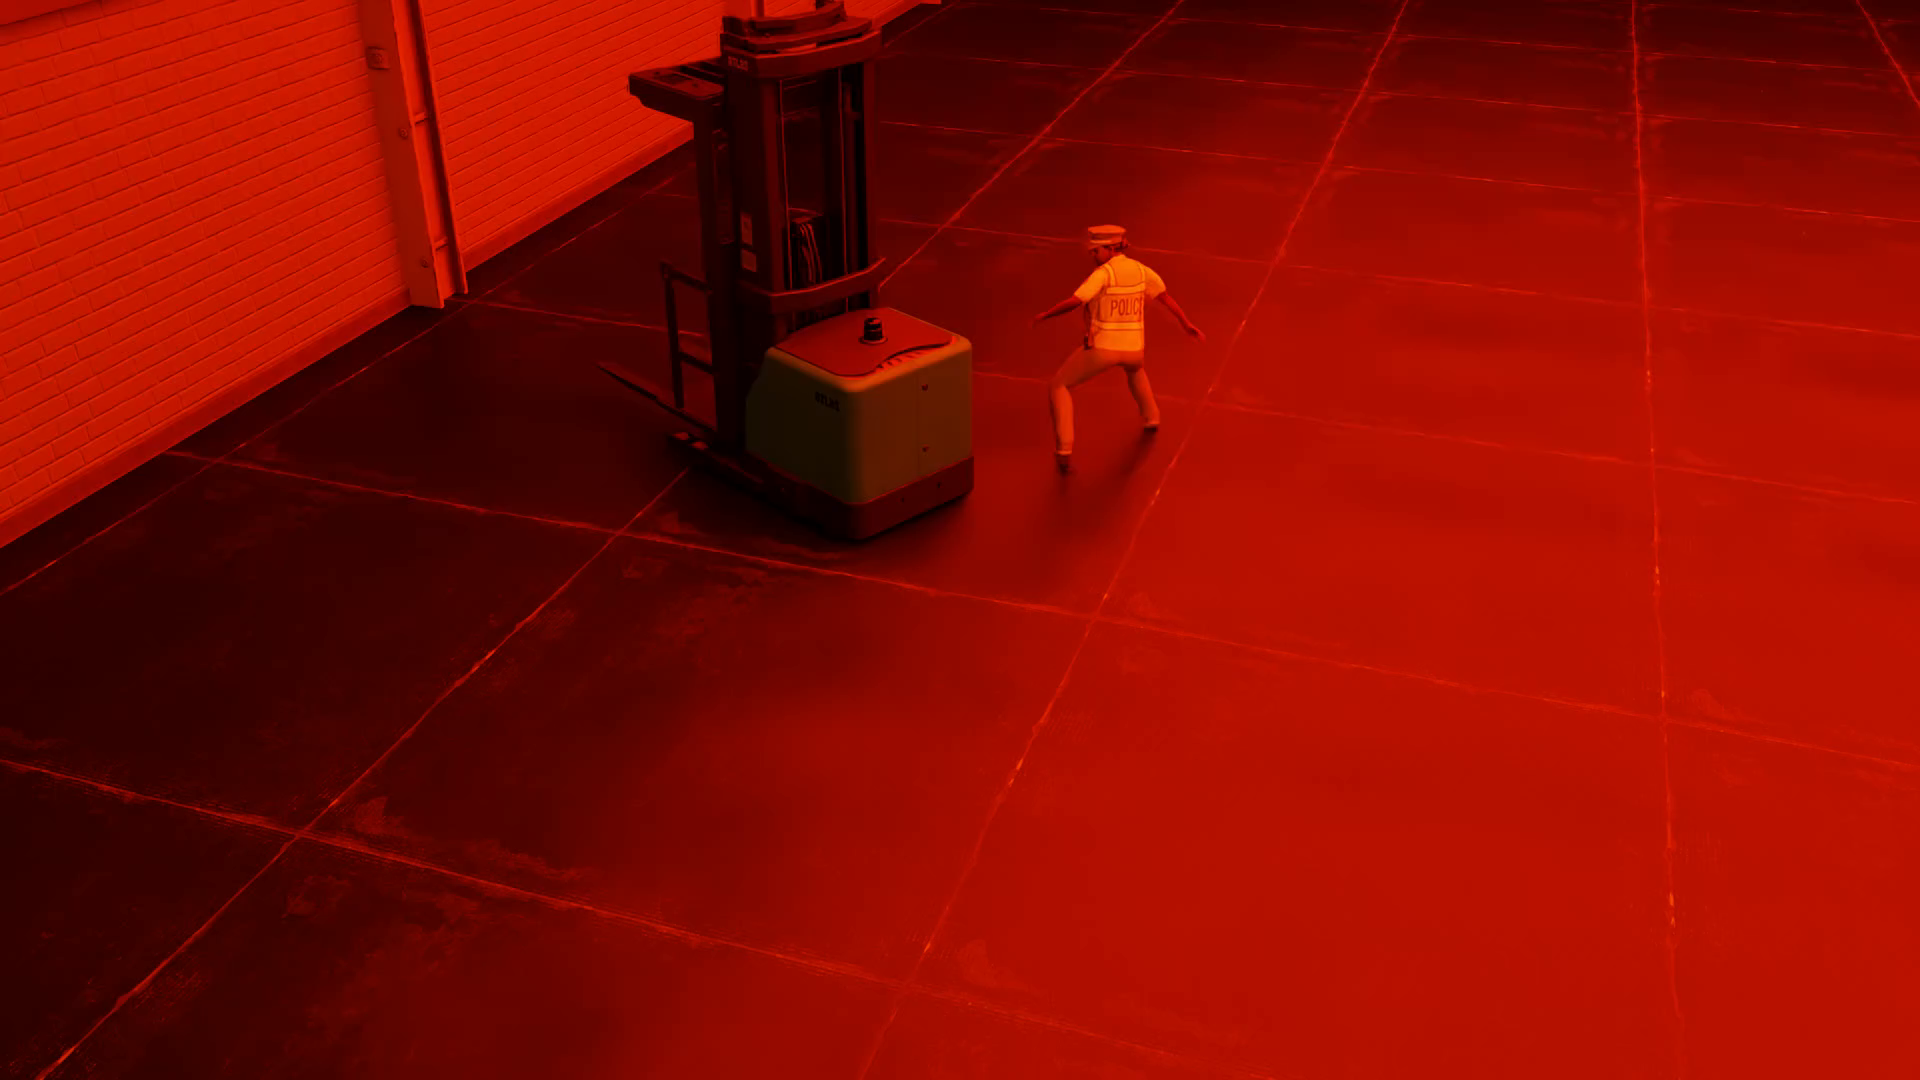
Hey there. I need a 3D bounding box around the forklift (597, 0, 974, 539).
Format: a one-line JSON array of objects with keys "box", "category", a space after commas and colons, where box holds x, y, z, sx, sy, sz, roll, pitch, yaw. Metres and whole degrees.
[{"box": [-1.296, -1.912, 10.490, 1.130, 2.935, 3.031, -26, 38, -37], "category": "forklift"}]

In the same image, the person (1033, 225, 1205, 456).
[{"box": [1.029, -1.268, 10.903, 1.065, 1.603, 0.506, -13, 32, -21], "category": "person"}]
